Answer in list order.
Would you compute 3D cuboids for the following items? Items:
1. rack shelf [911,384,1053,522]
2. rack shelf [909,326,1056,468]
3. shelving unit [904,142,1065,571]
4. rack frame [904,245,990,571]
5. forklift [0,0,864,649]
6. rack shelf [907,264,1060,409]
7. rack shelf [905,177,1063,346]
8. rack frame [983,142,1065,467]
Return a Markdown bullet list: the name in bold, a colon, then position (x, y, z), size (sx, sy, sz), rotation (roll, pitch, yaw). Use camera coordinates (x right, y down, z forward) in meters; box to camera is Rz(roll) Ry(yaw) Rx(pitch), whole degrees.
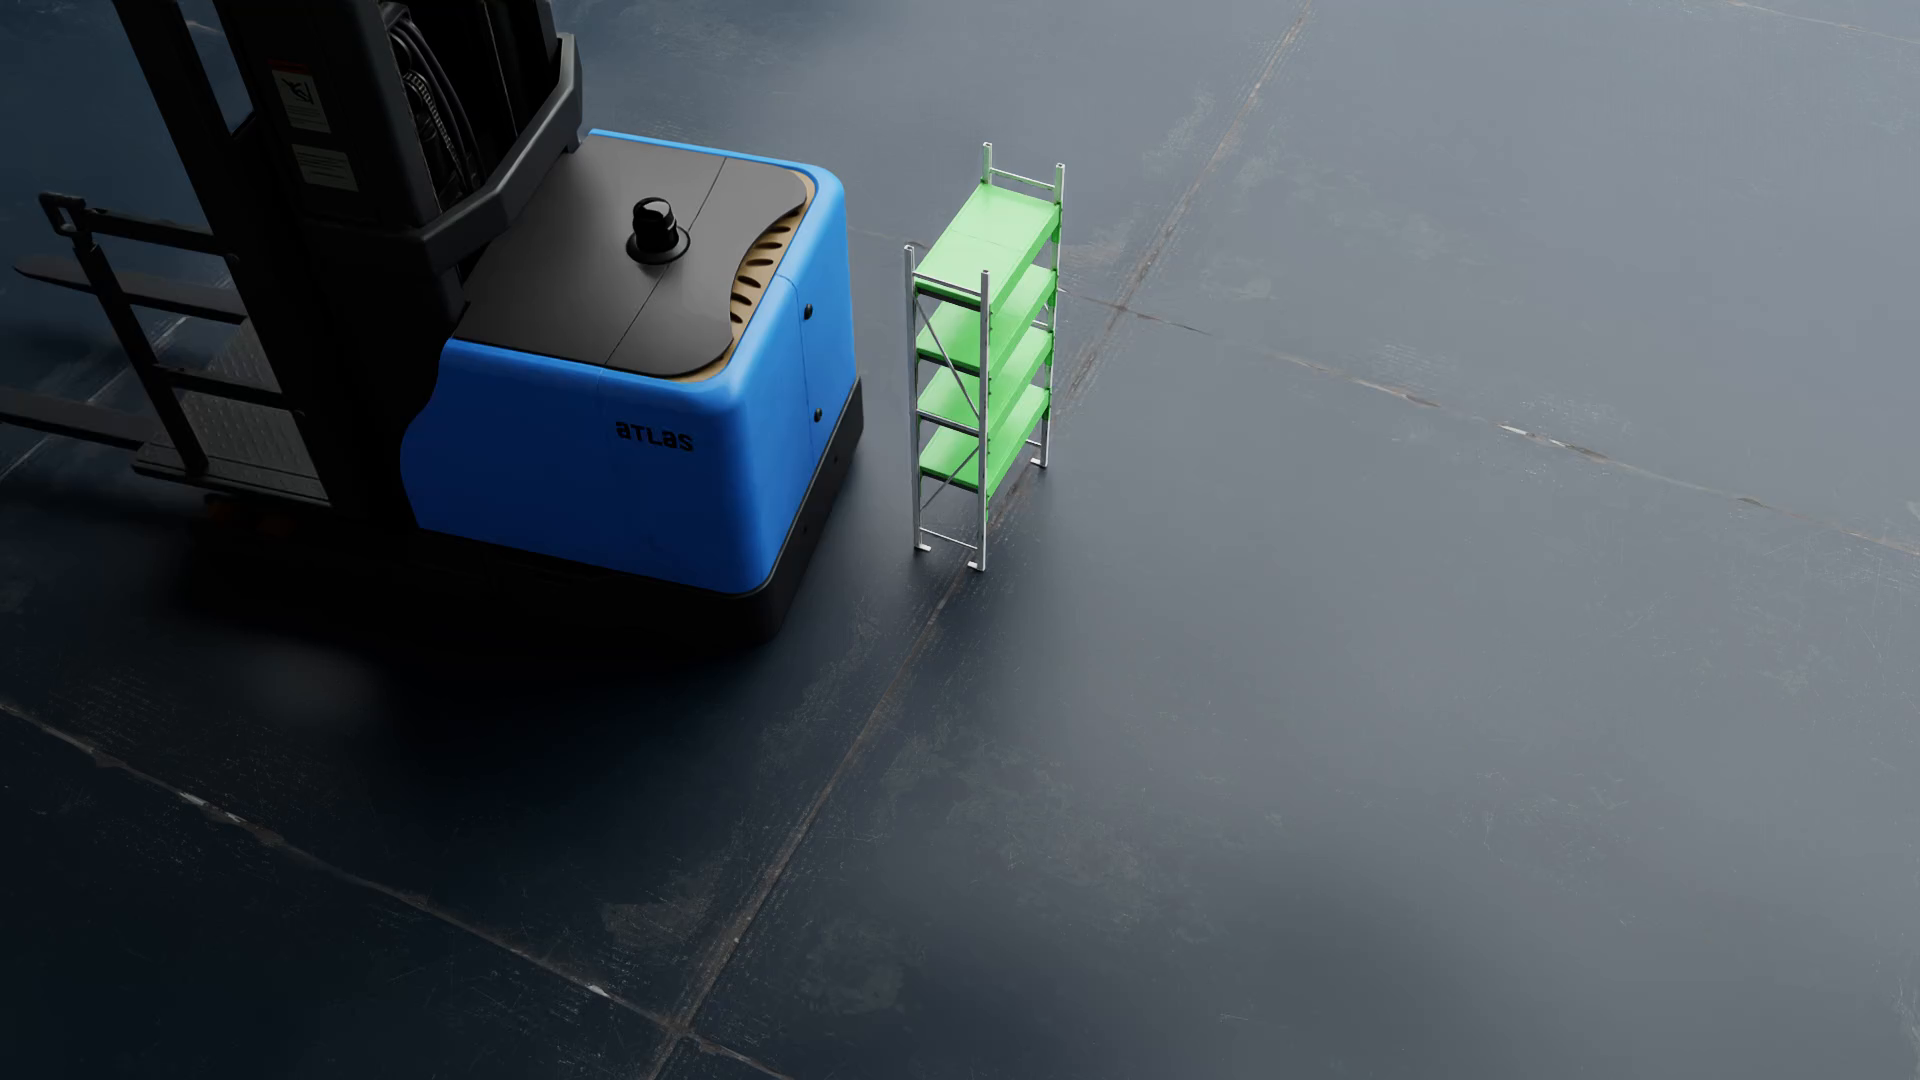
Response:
- **rack shelf**: position (0.071, -0.306, 5.121), size (0.258, 0.148, 0.480), rotation (20, 52, 16)
- **rack shelf**: position (0.071, -0.461, 4.939), size (0.258, 0.148, 0.480), rotation (20, 52, 16)
- **shelving unit**: position (0.071, -0.503, 4.890), size (0.258, 1.200, 0.503), rotation (20, 52, 16)
- **rack frame**: position (-0.034, -0.335, 4.747), size (0.240, 1.200, 0.015), rotation (20, 52, 16)
- **forklift**: position (-1.891, -1.249, 4.388), size (3.031, 2.935, 1.130), rotation (12, 51, 10)
- **rack shelf**: position (0.071, -0.617, 4.756), size (0.258, 0.148, 0.480), rotation (20, 52, 16)
- **rack shelf**: position (0.071, -0.772, 4.573), size (0.258, 0.148, 0.480), rotation (20, 52, 16)
- **rack frame**: position (0.175, -0.671, 5.033), size (0.240, 1.200, 0.015), rotation (20, 52, 16)
